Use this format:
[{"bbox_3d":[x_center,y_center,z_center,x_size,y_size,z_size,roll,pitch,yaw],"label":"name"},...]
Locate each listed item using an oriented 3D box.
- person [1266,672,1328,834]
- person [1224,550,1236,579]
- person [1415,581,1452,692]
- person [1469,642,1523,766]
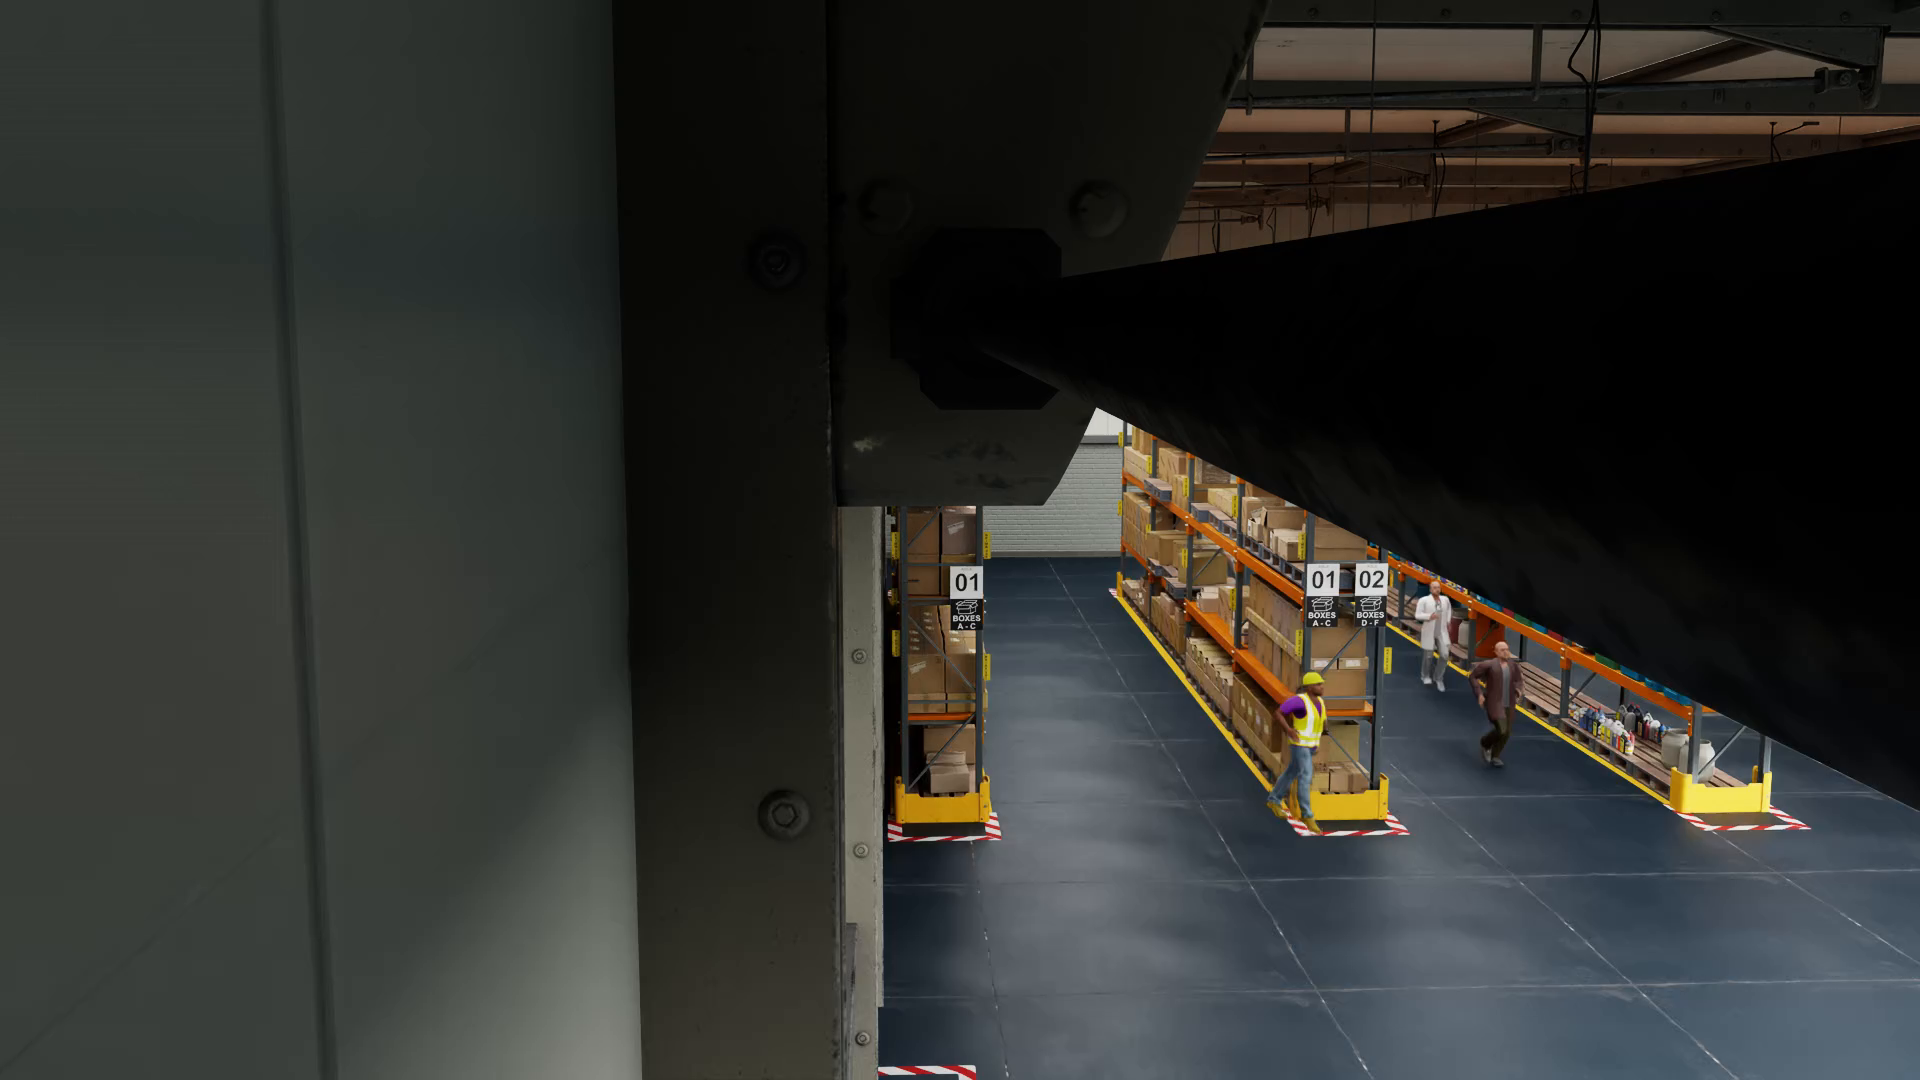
[{"bbox_3d":[4.057,2.450,19.627,0.787,1.822,0.702,7,10,40],"label":"person"},{"bbox_3d":[5.923,0.446,35.775,0.681,1.772,0.820,-2,8,-17],"label":"person"},{"bbox_3d":[7.870,1.592,27.560,0.685,1.826,0.777,0,8,-2],"label":"person"},{"bbox_3d":[7.428,2.266,22.812,0.704,1.734,0.653,-2,8,-16],"label":"person"}]
